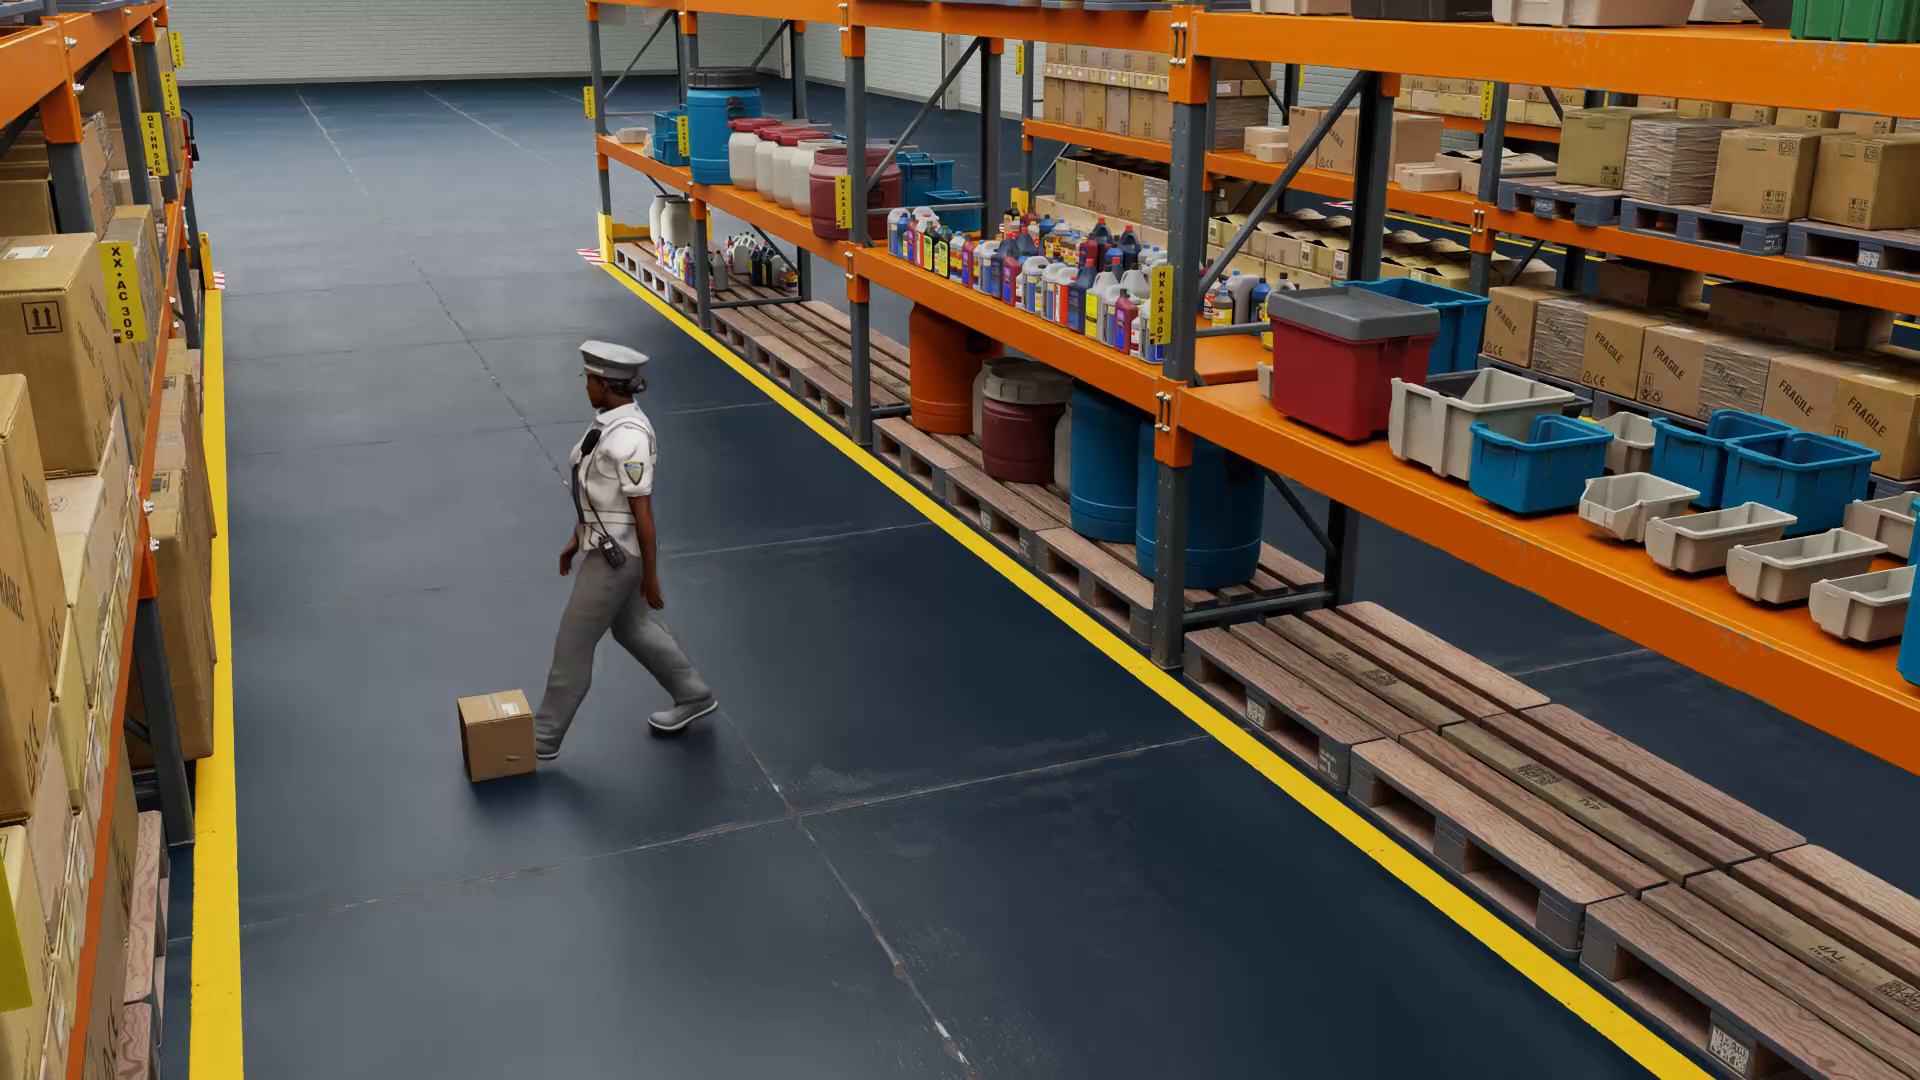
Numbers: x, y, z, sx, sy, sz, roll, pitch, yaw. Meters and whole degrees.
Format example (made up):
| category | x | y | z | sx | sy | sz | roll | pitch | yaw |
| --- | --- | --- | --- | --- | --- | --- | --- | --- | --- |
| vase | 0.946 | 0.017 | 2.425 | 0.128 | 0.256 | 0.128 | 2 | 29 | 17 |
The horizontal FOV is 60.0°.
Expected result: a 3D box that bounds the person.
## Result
| category | x | y | z | sx | sy | sz | roll | pitch | yaw |
| --- | --- | --- | --- | --- | --- | --- | --- | --- | --- |
| person | -1.431 | 0.044 | 6.443 | 0.935 | 1.622 | 0.474 | -5 | 20 | -14 |
